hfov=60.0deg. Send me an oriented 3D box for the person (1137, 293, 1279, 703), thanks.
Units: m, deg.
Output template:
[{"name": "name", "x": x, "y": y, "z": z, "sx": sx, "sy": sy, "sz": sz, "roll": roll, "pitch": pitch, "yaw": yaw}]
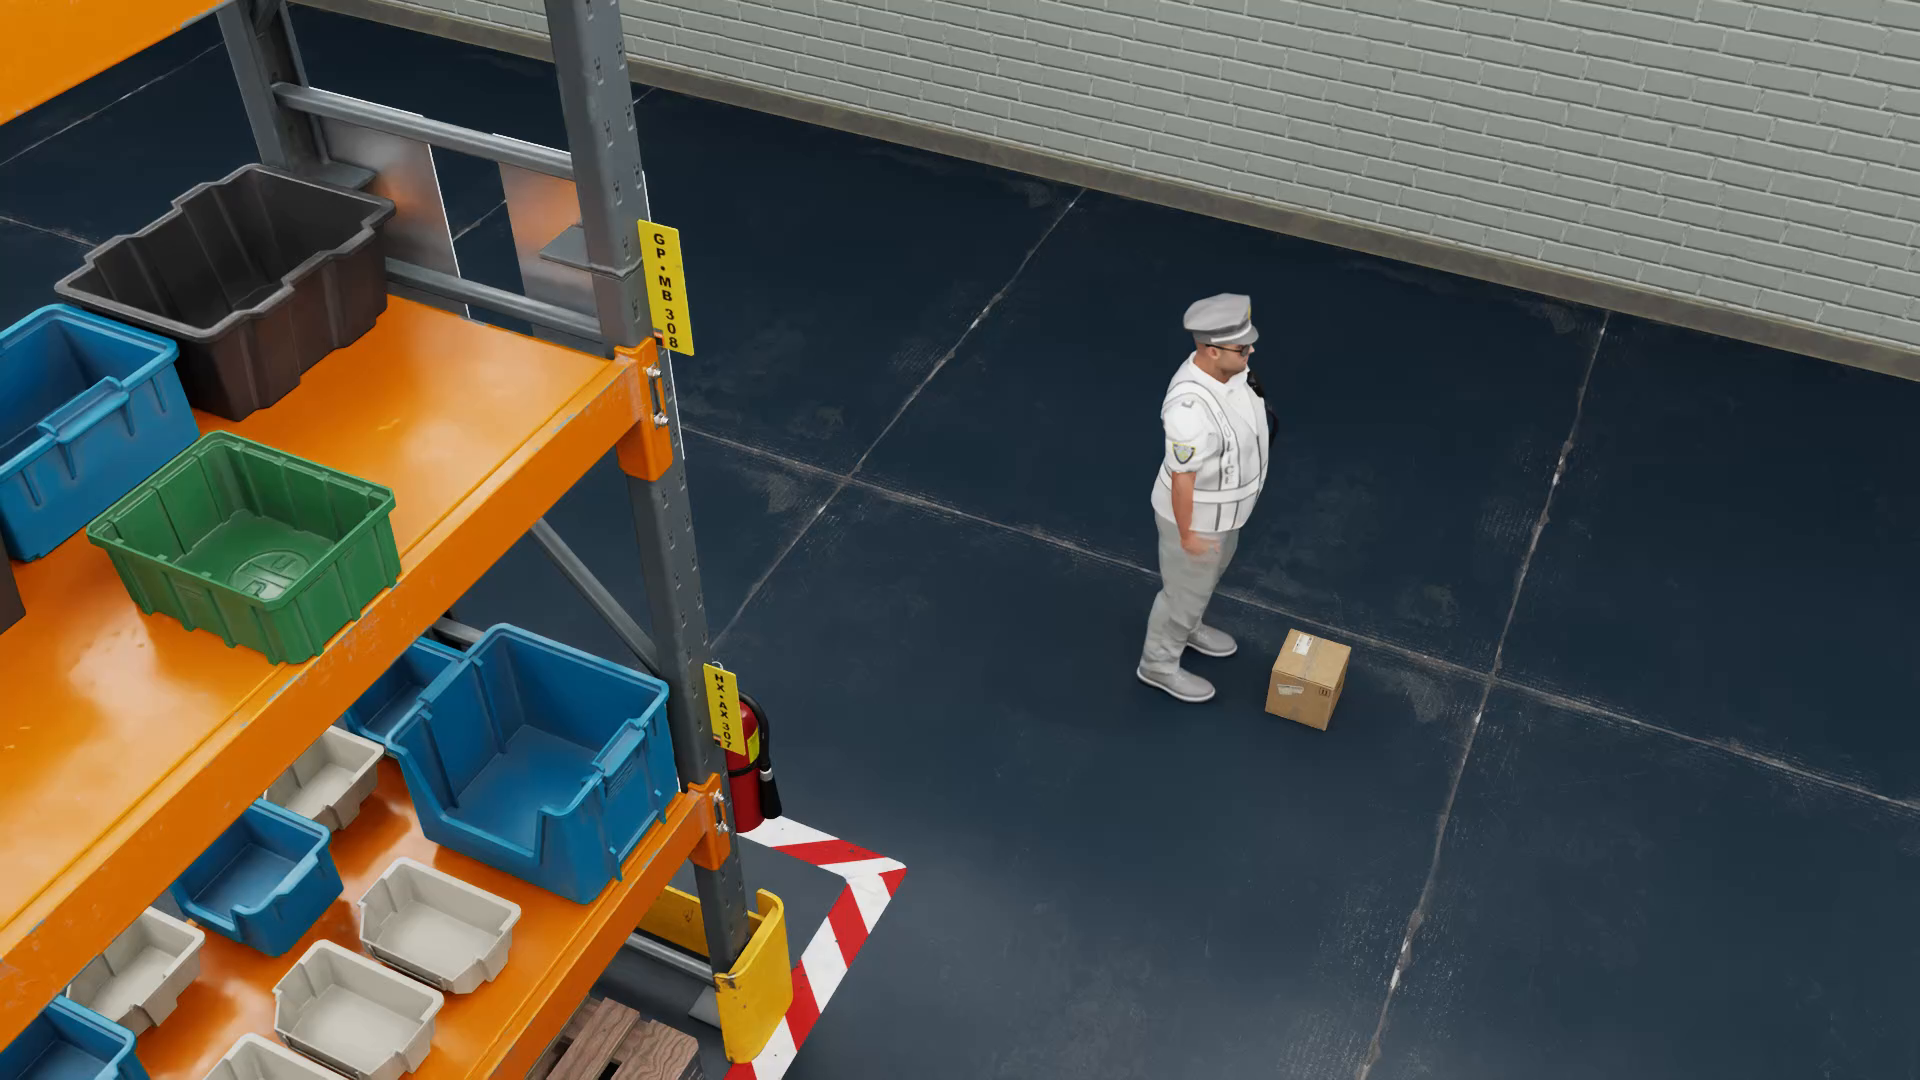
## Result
[{"name": "person", "x": 0.946, "y": -0.157, "z": 6.320, "sx": 0.393, "sy": 1.763, "sz": 0.525, "roll": 18, "pitch": 45, "yaw": 20}]
